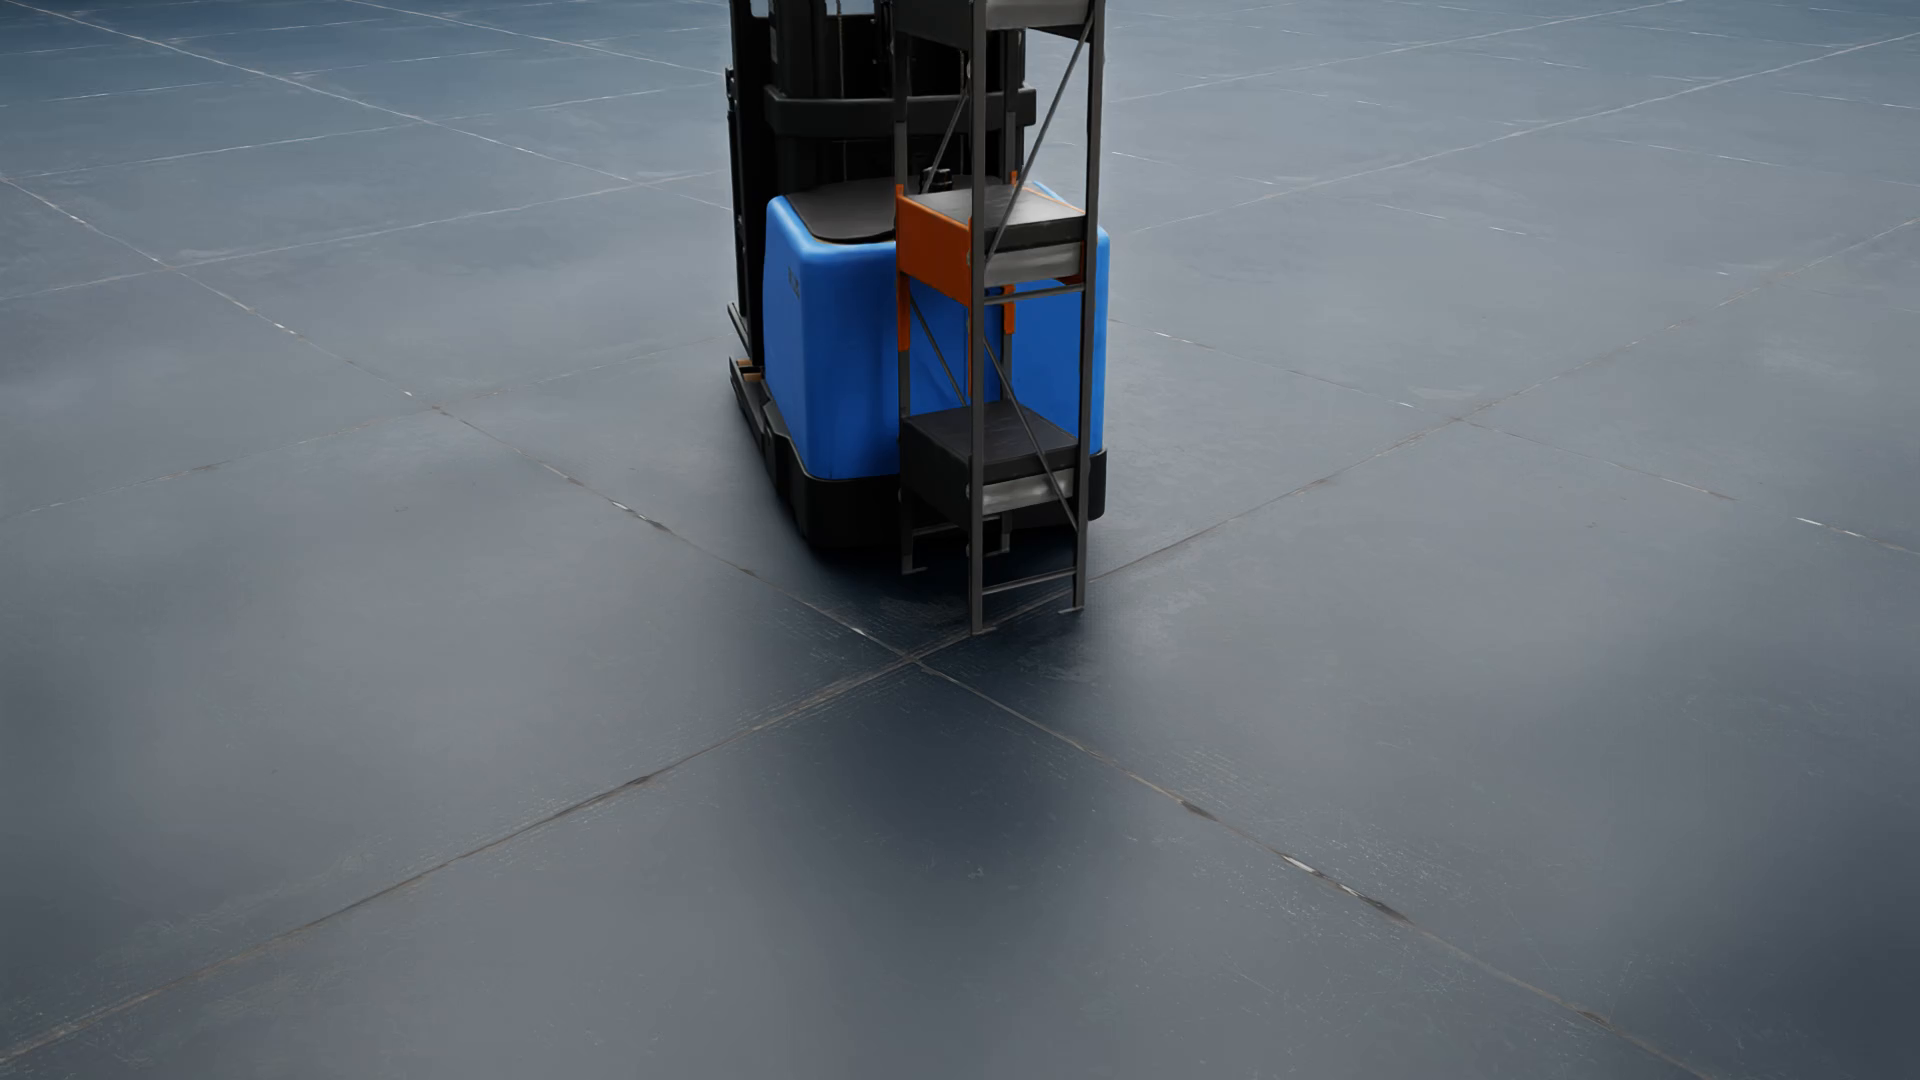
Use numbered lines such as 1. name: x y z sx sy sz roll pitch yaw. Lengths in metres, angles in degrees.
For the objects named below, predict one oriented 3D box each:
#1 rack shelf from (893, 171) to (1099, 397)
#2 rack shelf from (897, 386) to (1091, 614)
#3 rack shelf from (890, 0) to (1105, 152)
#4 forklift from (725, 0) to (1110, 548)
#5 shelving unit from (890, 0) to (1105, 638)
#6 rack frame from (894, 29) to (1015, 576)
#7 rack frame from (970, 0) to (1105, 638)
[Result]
1. rack shelf: 0.100 -0.774 4.950 0.431 0.518 0.480 -12 27 -25
2. rack shelf: 0.100 -0.137 5.240 0.431 0.518 0.480 -12 27 -25
3. rack shelf: 0.100 -1.411 4.659 0.431 0.518 0.480 -12 27 -25
4. forklift: -0.356 -1.894 6.371 1.130 2.935 3.031 -6 25 -13
5. shelving unit: 0.100 -0.786 4.944 0.431 2.100 0.503 -12 27 -25
6. rack frame: -0.013 -0.876 5.141 0.400 2.100 0.015 -12 27 -25
7. rack frame: 0.212 -0.696 4.747 0.400 2.100 0.015 -12 27 -25
